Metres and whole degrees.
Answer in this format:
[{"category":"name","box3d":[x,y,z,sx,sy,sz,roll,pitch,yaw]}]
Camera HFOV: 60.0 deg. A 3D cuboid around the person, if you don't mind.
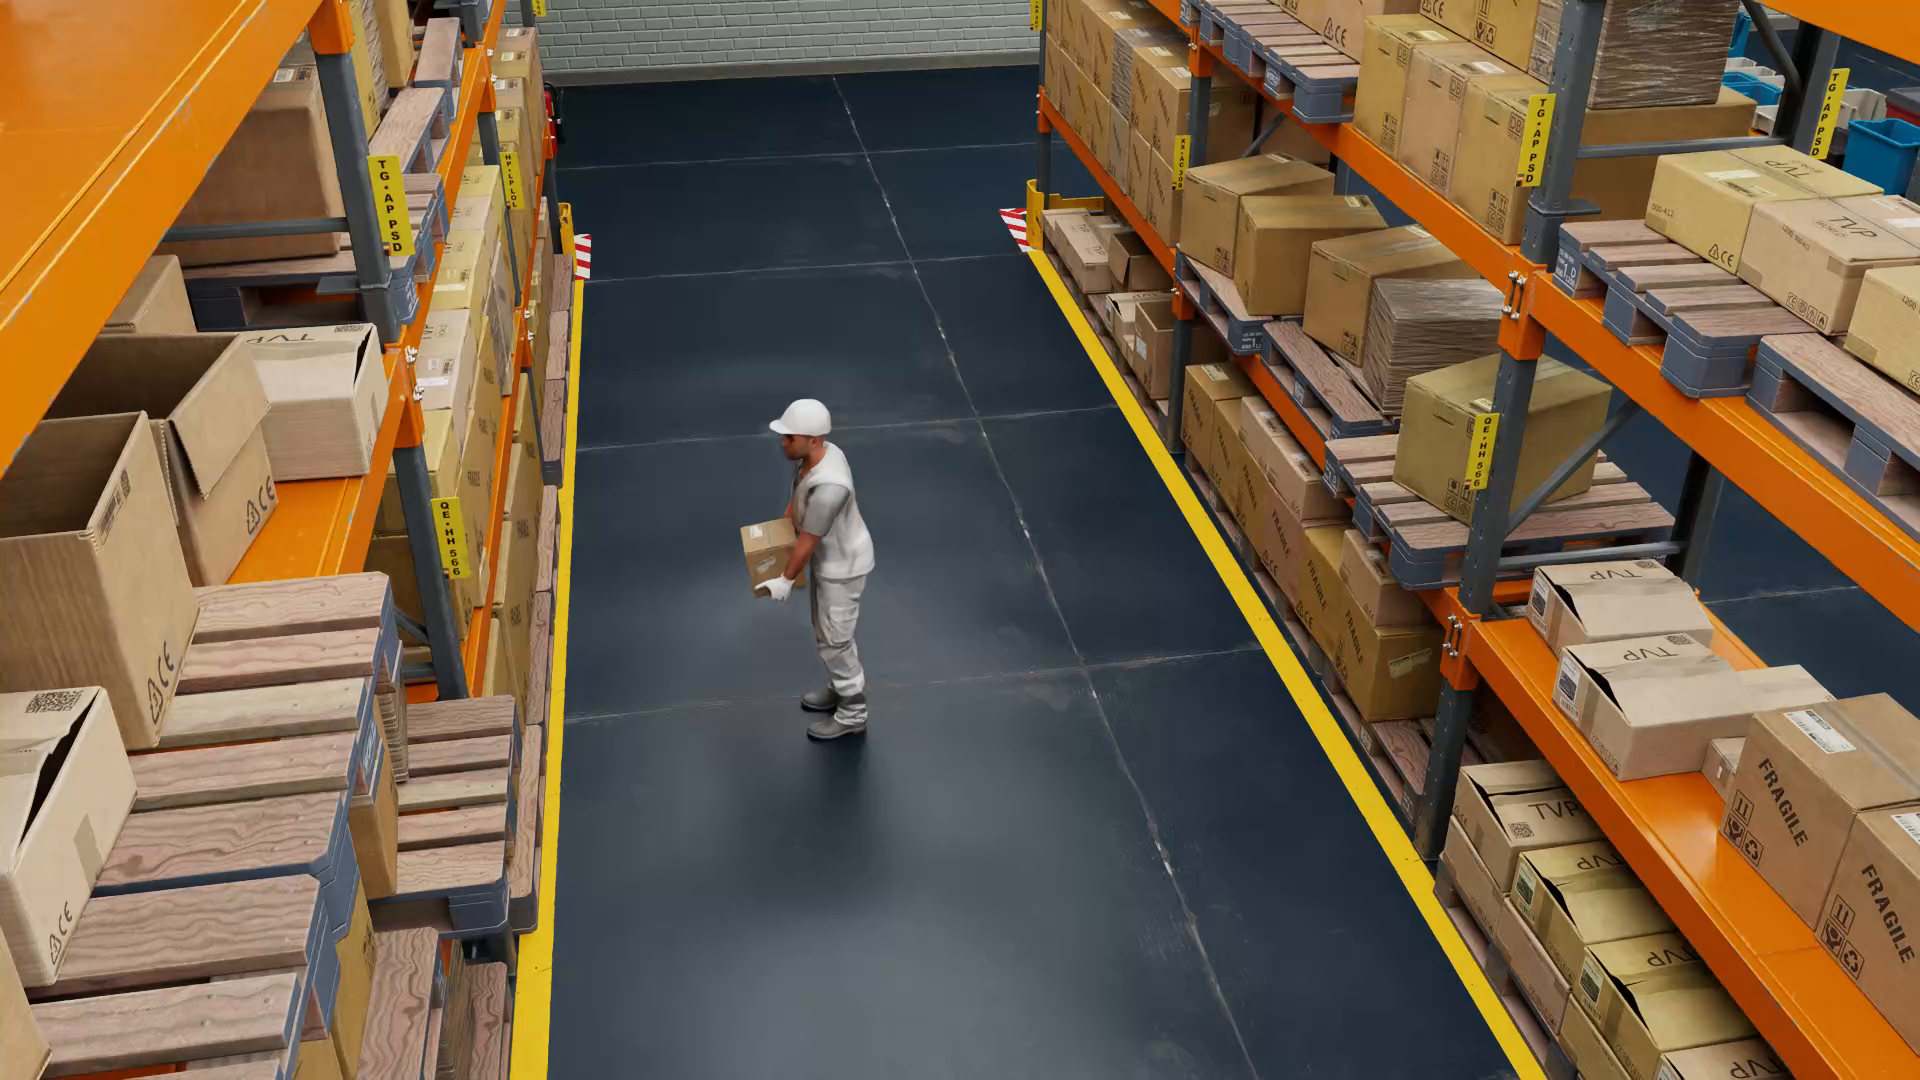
[{"category":"person","box3d":[-0.697,0.141,7.889,0.580,1.772,0.491,-6,31,-10]}]
